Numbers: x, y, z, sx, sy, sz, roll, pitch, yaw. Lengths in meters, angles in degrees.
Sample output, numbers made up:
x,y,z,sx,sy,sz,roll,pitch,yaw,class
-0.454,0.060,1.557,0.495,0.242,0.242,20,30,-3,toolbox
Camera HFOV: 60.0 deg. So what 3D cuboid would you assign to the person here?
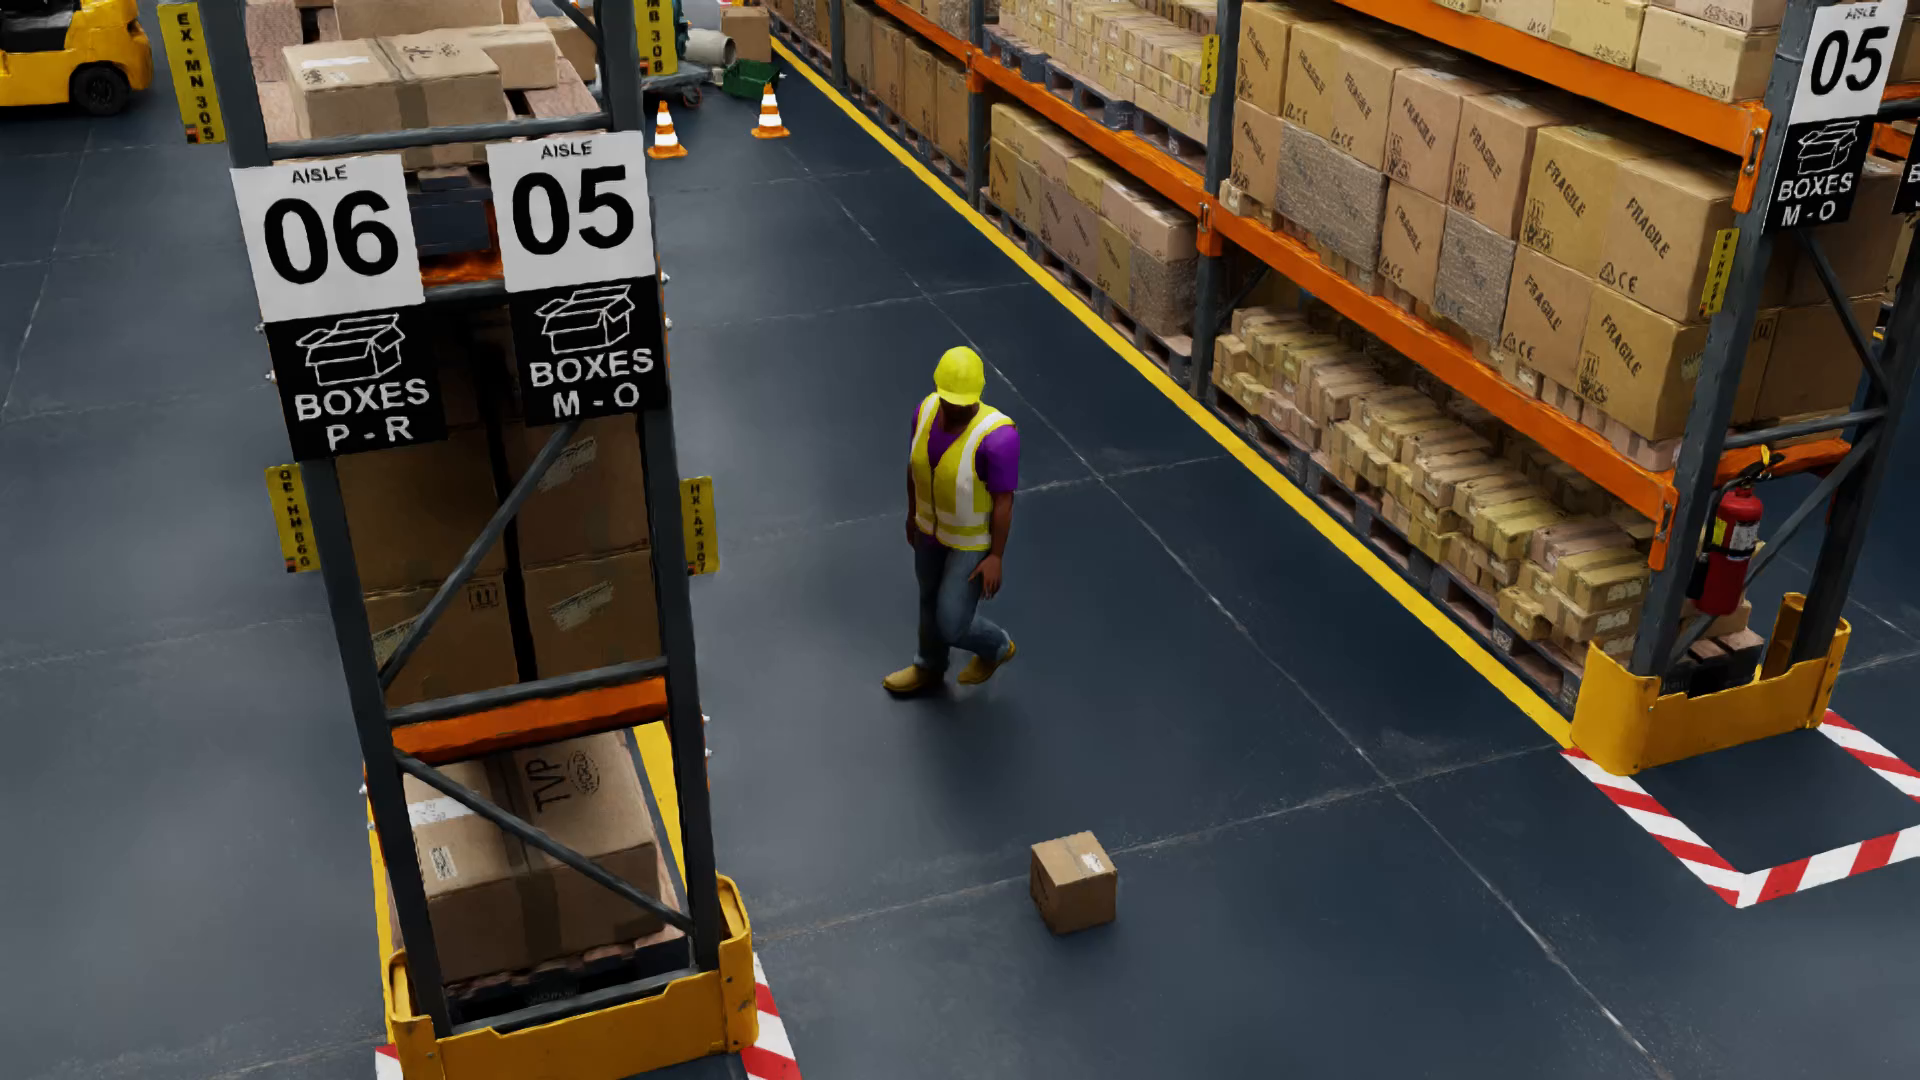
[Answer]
x,y,z,sx,sy,sz,roll,pitch,yaw,class
0.011,-0.046,7.169,0.494,1.758,0.635,-26,39,-38,person
